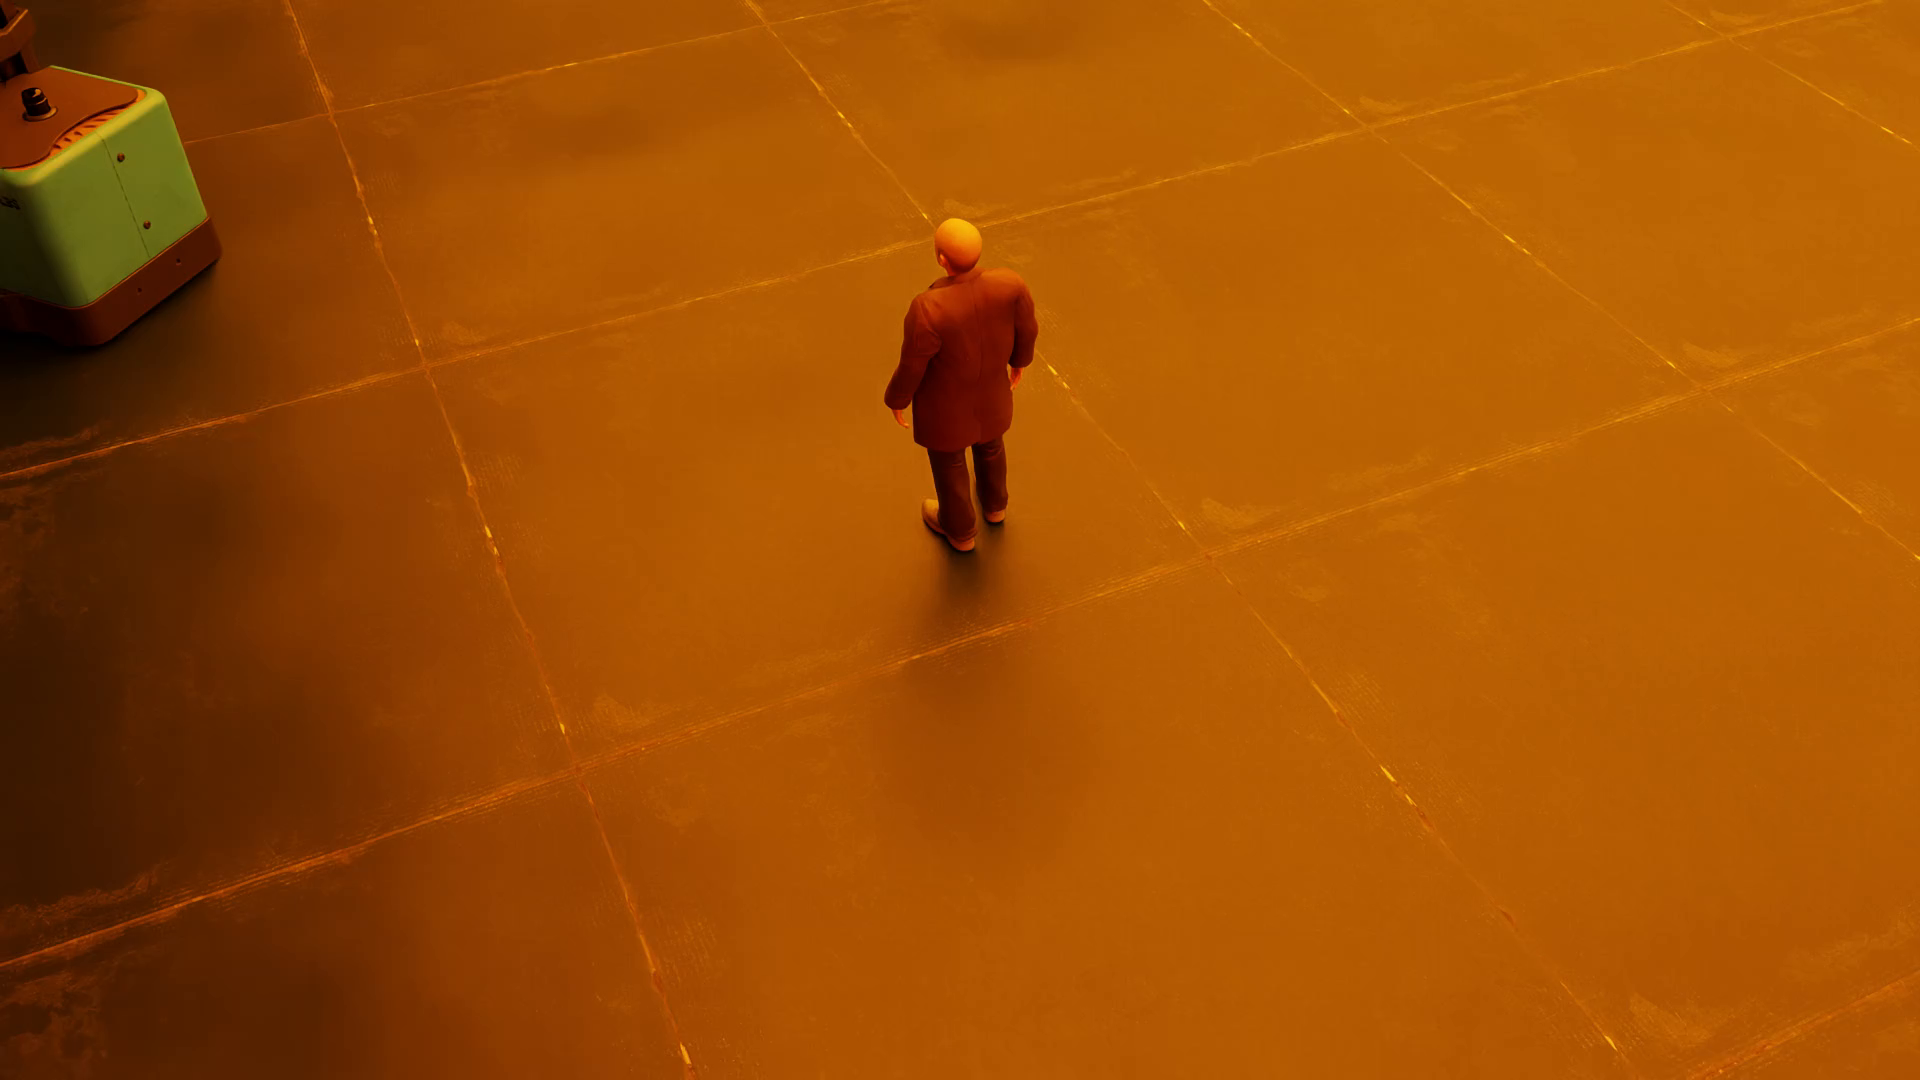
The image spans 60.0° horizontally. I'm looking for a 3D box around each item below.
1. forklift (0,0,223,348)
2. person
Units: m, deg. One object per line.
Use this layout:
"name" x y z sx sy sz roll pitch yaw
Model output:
"forklift" -5.769 -2.749 8.626 3.031 2.935 1.130 16 45 16
"person" -0.034 -0.713 7.278 0.696 1.776 0.582 -18 46 -18
